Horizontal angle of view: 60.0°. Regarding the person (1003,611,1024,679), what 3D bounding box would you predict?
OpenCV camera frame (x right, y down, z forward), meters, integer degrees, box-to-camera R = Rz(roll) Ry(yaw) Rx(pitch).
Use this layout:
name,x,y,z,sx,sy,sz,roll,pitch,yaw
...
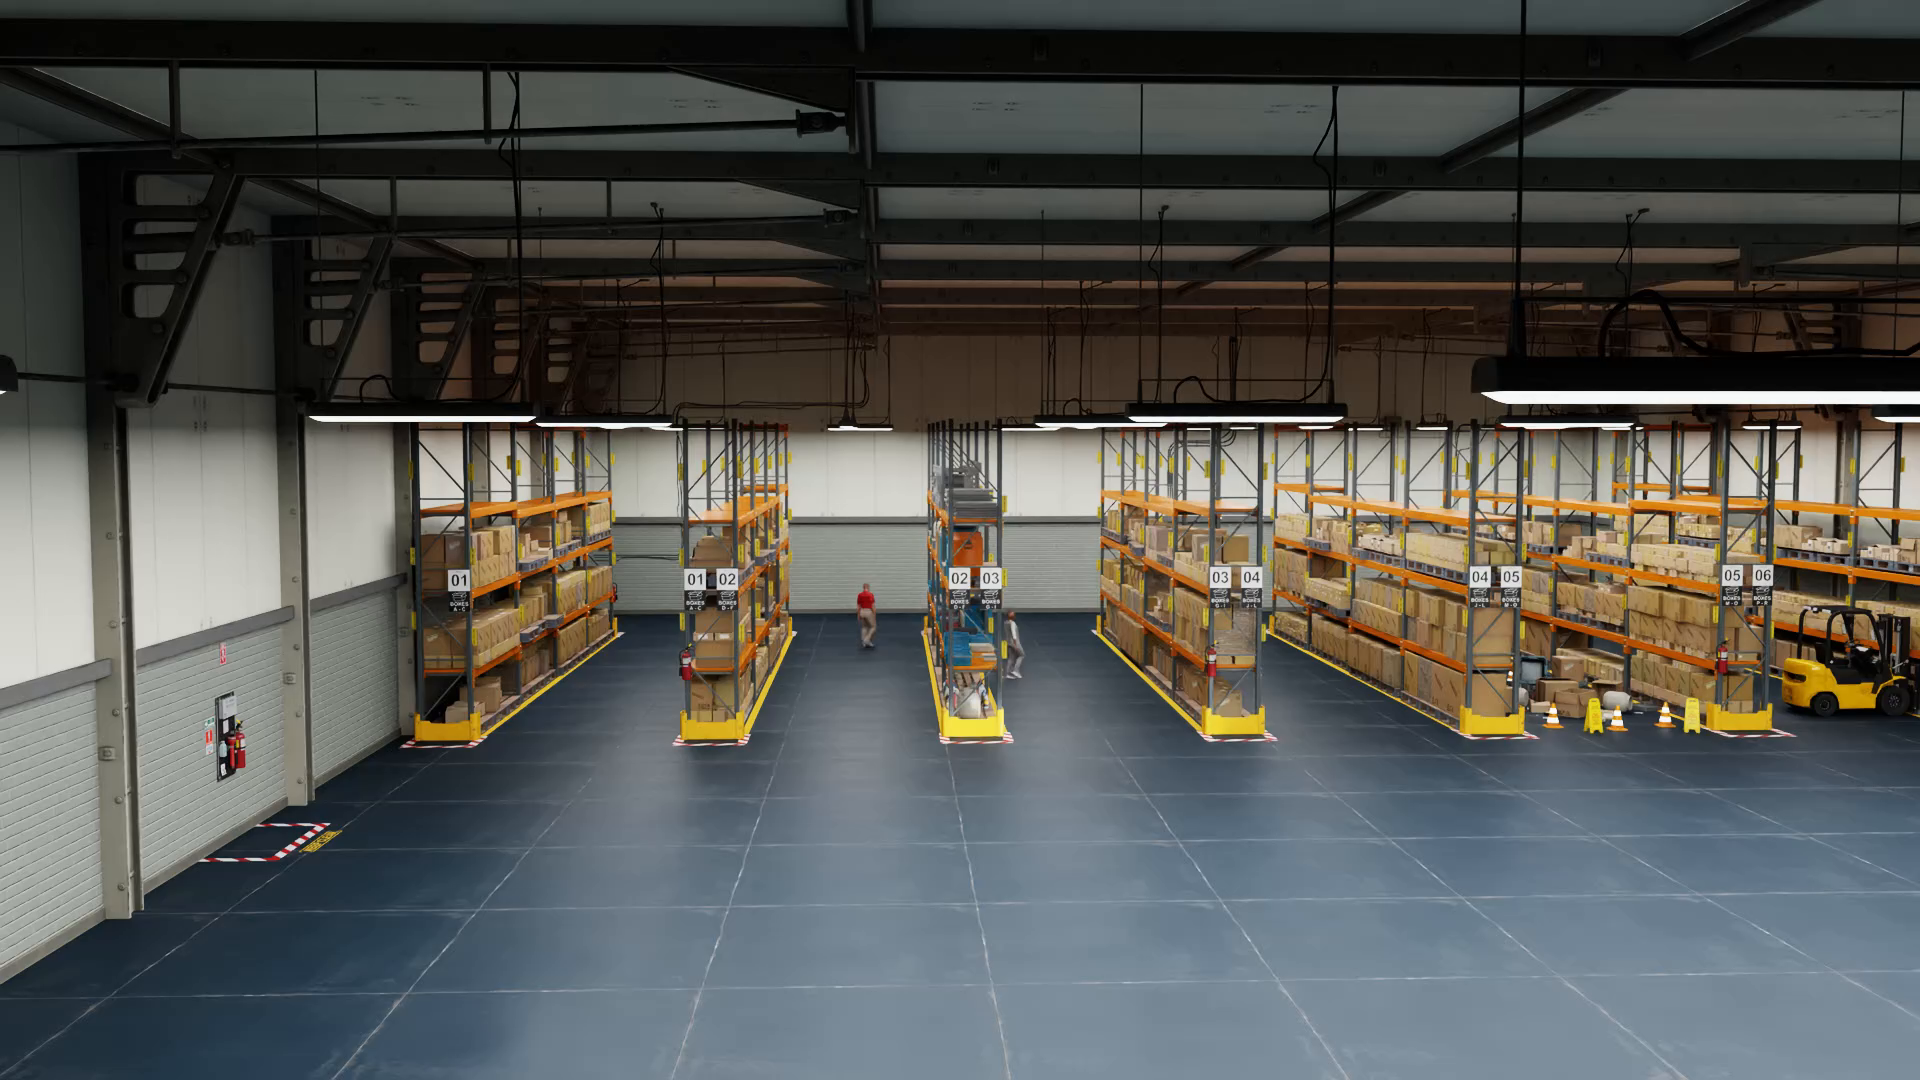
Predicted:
name,x,y,z,sx,sy,sz,roll,pitch,yaw
person,1.236,2.442,38.879,0.438,1.601,0.442,-3,5,-40

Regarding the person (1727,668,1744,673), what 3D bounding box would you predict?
name,x,y,z,sx,sy,sz,roll,pitch,yaw
person,18.040,2.390,38.660,0.542,1.804,0.604,-1,4,-15

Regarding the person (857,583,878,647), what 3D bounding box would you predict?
name,x,y,z,sx,sy,sz,roll,pitch,yaw
person,-2.510,2.014,44.524,0.573,1.724,0.528,2,4,32
